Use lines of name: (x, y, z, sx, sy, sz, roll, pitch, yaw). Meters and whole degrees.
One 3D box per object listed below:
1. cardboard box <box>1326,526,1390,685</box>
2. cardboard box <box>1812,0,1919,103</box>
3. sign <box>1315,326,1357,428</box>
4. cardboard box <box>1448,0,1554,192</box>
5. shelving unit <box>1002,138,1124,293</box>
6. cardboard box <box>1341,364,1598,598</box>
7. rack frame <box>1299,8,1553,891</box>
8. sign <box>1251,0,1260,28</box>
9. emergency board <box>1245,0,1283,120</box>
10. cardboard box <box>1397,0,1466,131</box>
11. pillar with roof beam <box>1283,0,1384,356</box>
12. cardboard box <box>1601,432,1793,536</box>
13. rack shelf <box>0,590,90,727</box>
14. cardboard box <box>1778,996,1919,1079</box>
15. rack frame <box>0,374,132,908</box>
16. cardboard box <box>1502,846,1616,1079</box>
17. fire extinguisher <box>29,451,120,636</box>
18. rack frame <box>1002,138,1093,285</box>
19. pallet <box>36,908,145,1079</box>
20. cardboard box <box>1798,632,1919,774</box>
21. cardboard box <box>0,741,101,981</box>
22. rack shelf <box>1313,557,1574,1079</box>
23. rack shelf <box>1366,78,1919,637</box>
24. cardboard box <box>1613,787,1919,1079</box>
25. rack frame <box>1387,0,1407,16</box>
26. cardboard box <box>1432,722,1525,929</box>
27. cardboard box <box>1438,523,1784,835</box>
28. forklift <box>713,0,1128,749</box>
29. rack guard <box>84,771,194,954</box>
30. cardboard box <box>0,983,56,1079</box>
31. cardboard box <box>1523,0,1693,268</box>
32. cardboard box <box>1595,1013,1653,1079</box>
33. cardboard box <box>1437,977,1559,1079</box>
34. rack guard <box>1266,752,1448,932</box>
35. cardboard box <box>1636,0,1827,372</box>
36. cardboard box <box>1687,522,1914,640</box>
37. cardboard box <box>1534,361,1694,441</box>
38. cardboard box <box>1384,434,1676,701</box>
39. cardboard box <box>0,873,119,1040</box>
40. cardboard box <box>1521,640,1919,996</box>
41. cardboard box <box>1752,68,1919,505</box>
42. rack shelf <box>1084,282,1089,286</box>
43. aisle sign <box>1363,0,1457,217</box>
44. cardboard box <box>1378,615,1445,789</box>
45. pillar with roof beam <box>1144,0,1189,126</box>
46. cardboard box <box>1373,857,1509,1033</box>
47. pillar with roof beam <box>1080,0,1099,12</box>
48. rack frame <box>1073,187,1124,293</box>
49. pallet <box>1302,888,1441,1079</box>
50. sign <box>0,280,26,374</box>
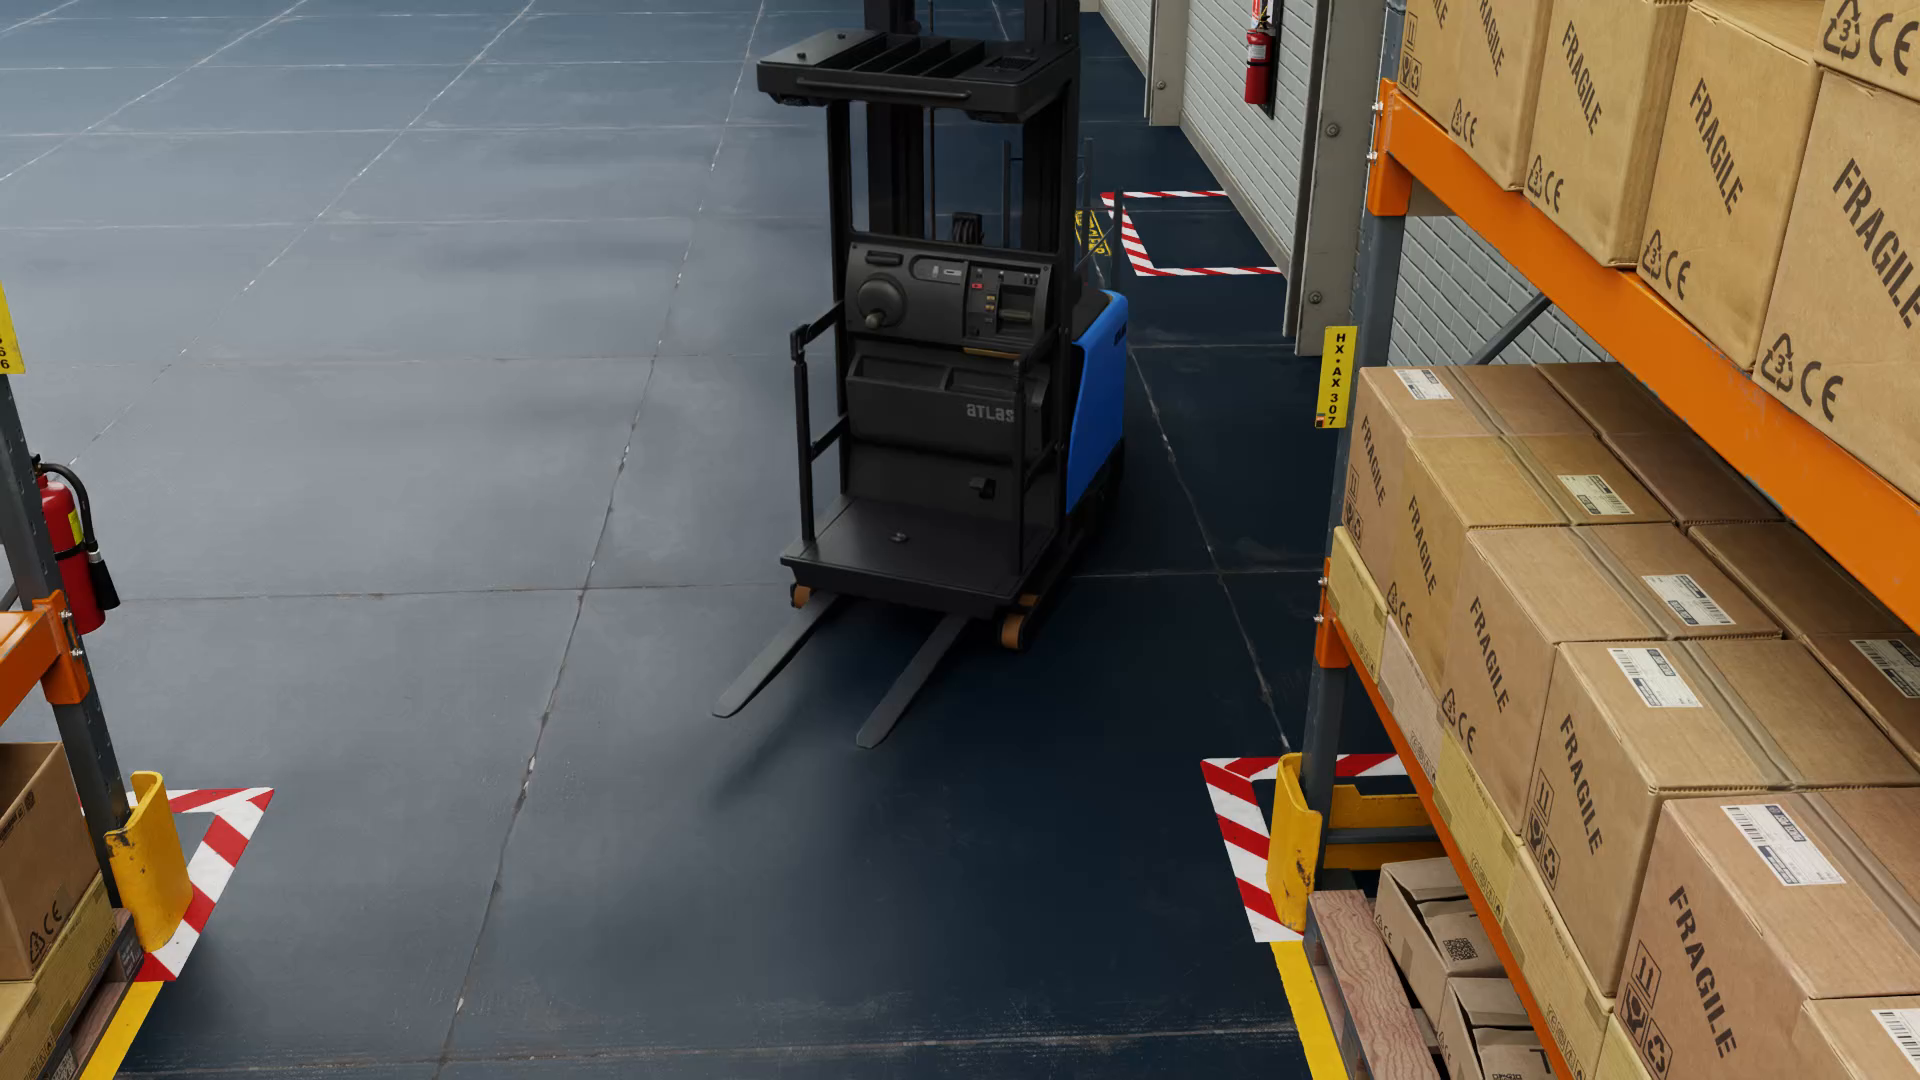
cardboard box: (1.385, 0.173, 4.815, 0.500, 0.250, 0.500, -2, 28, -4)
cardboard box: (1.512, -0.815, 2.115, 0.500, 0.500, 0.500, -2, 28, -4)
sign: (1.135, -0.488, 5.006, 0.100, 0.325, 0.005, -1, 28, -3)
cardboard box: (1.437, -1.091, 3.725, 0.500, 0.500, 0.500, 0, 28, 1)
shelving unit: (0.537, -1.338, 9.194, 0.587, 1.500, 1.083, -2, 28, -4)
cardboard box: (1.401, -0.165, 4.652, 0.500, 0.500, 0.500, -1, 28, -3)
rack frame: (1.677, -0.118, 5.232, 1.000, 3.000, 0.127, -1, 28, -3)
sign: (2.247, -4.002, 12.641, 0.001, 0.329, 0.234, -1, 28, -3)
emergency board: (2.173, -3.728, 12.154, 0.194, 1.169, 0.643, -1, 28, -3)
cardboard box: (1.444, -1.340, 4.203, 0.500, 0.500, 0.500, -1, 28, -1)
pillar with roof beam: (-2.035, -5.142, 8.378, 9.100, 9.000, 0.400, -1, 28, -3)
cardboard box: (1.930, 0.053, 4.235, 0.500, 0.500, 0.500, -1, 28, -2)
rack shelf: (-3.166, 1.246, 3.395, 1.077, 0.370, 4.000, -1, 28, -3)
cardboard box: (1.520, 1.014, 2.392, 0.500, 0.500, 0.500, -2, 28, -3)
rack frame: (-3.270, 0.004, 4.999, 1.000, 3.000, 0.127, -1, 28, -3)
cardboard box: (1.471, 0.881, 3.457, 0.500, 0.250, 0.500, -1, 28, -2)
fire extinguisher: (-2.812, -0.028, 5.143, 0.296, 0.674, 0.183, -1, 28, -3)
rack frame: (0.494, -1.577, 9.651, 0.500, 1.500, 0.032, -2, 28, -4)
pallet: (-3.188, 1.592, 4.969, 1.003, 0.211, 1.213, -1, 28, -3)
cardboard box: (1.988, 0.524, 3.331, 0.500, 0.500, 0.500, -1, 28, -2)
cardboard box: (-2.945, 0.945, 4.903, 0.500, 0.500, 0.500, -1, 28, -3)
rack shelf: (1.781, 1.125, 3.627, 1.077, 0.370, 4.000, -1, 28, -3)
rack shelf: (1.781, -0.205, 2.933, 1.077, 0.370, 4.000, -1, 28, -3)
cardboard box: (1.505, 0.781, 2.839, 0.500, 0.500, 0.500, -2, 28, -4)
rack frame: (1.677, -2.777, 3.844, 1.000, 3.000, 0.127, -1, 28, -3)
cardboard box: (1.447, 0.648, 3.904, 0.500, 0.250, 0.500, -2, 28, -3)
cardboard box: (1.438, 0.303, 3.756, 0.500, 0.500, 0.500, -2, 28, -4)
forklift: (-0.128, -1.027, 7.049, 1.130, 2.935, 3.031, 10, 29, 18)
rack guard: (-3.271, 1.101, 5.598, 1.175, 0.500, 0.348, -1, 28, -3)
cardboard box: (-2.909, 1.508, 4.634, 0.500, 0.250, 0.500, -1, 28, -3)
cardboard box: (1.468, -0.852, 3.266, 0.500, 0.500, 0.500, 0, 28, 0)
cardboard box: (1.499, 1.114, 3.011, 0.500, 0.250, 0.500, -2, 28, -3)
cardboard box: (1.653, 1.465, 4.630, 0.500, 0.311, 0.500, 1, 28, 2)
rack guard: (1.681, 1.026, 5.742, 1.175, 0.500, 0.348, -1, 28, -3)
cardboard box: (1.517, -0.605, 2.792, 0.500, 0.500, 0.500, 0, 28, 1)
cardboard box: (1.961, 0.292, 3.777, 0.500, 0.500, 0.500, -2, 28, -4)
cardboard box: (1.914, -0.180, 4.681, 0.500, 0.500, 0.500, -2, 28, -3)
cardboard box: (1.417, 0.064, 4.214, 0.500, 0.500, 0.500, -1, 28, -2)
cardboard box: (-2.947, 1.277, 5.077, 0.500, 0.250, 0.500, -1, 28, -3)
cardboard box: (1.477, 0.541, 3.299, 0.500, 0.500, 0.500, -1, 28, -1)
cardboard box: (1.532, -0.370, 2.341, 0.500, 0.500, 0.500, -2, 28, -5)
rack shelf: (0.536, -1.183, 9.285, 0.538, 0.185, 1.000, -2, 28, -4)
aisle sign: (1.373, -1.296, 4.680, 0.394, 0.787, 0.004, -1, 28, -3)
cardboard box: (1.426, 0.413, 4.356, 0.500, 0.250, 0.500, -2, 28, -4)
pillar with roof beam: (-2.349, -7.913, 13.691, 9.100, 9.000, 0.400, -1, 28, -3)
cardboard box: (1.623, 1.201, 5.135, 0.500, 0.311, 0.500, -4, 28, -8)
pillar with roof beam: (-2.662, -10.684, 19.003, 9.100, 9.000, 0.400, -1, 28, -3)
rack frame: (0.579, -1.108, 8.753, 0.500, 1.500, 0.032, -2, 28, -4)
pallet: (1.688, 1.530, 5.088, 1.003, 0.211, 1.213, -1, 28, -3)
sign: (-2.727, -0.621, 4.689, 0.100, 0.325, 0.005, -1, 28, -3)
